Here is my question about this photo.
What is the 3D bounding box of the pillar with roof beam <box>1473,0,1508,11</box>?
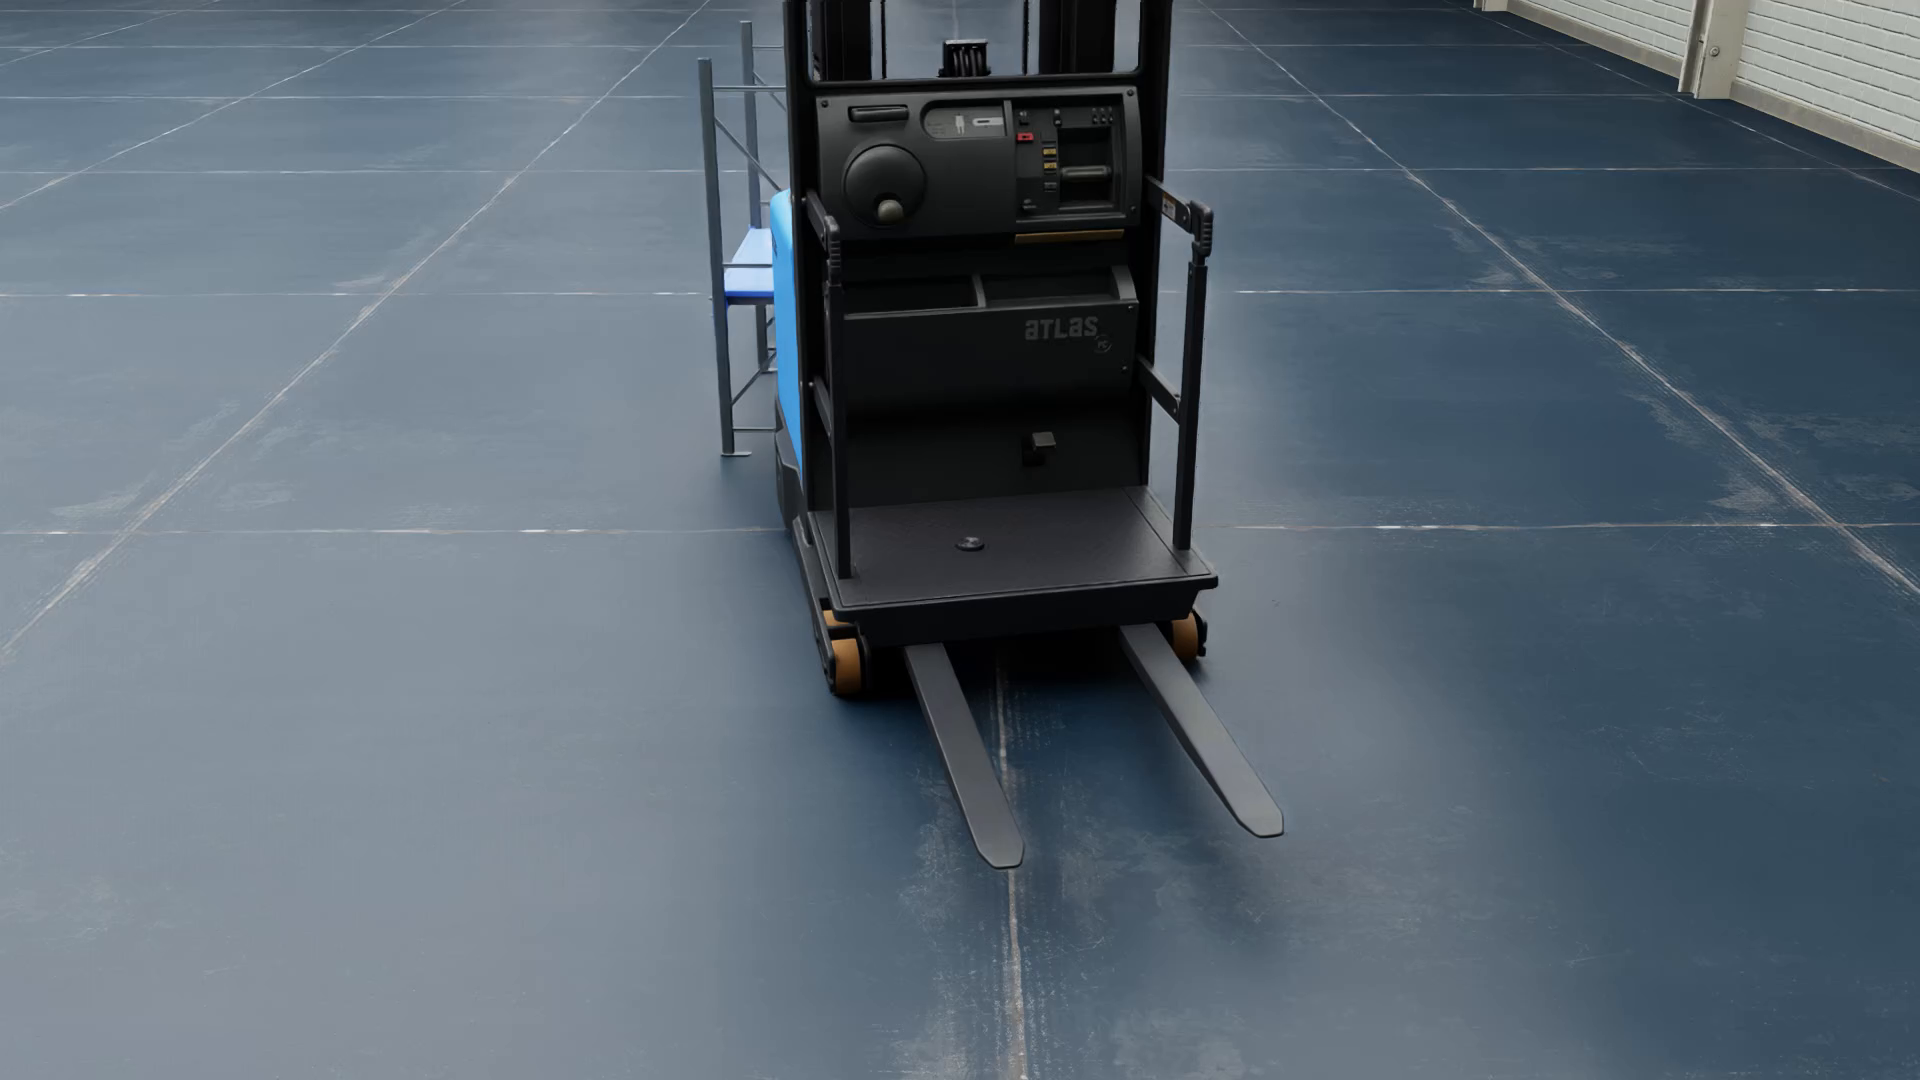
[{"bbox_3d":[1.946,-10.330,17.670,9.100,9.000,0.400,0,24,-1],"label":"pillar with roof beam"}]

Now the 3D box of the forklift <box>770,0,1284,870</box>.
[{"bbox_3d":[0.105,-1.055,4.527,1.130,2.935,3.031,-5,25,-10],"label":"forklift"}]

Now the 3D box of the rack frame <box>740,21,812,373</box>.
[{"bbox_3d":[-0.647,-1.432,7.097,0.500,1.500,0.032,1,24,1],"label":"rack frame"}]

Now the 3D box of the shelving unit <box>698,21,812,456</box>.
[{"bbox_3d":[-0.660,-1.223,6.634,0.538,1.500,1.048,1,24,1],"label":"shelving unit"}]

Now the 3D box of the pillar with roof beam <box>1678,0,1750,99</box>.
[{"bbox_3d":[2.012,-7.858,12.204,9.100,9.000,0.400,0,24,-1],"label":"pillar with roof beam"}]

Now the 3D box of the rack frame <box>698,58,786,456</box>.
[{"bbox_3d":[-0.674,-1.013,6.171,0.500,1.500,0.032,1,24,1],"label":"rack frame"}]

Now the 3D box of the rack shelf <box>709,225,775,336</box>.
[{"bbox_3d":[-0.660,-1.059,6.708,0.538,0.185,1.000,1,24,1],"label":"rack shelf"}]
